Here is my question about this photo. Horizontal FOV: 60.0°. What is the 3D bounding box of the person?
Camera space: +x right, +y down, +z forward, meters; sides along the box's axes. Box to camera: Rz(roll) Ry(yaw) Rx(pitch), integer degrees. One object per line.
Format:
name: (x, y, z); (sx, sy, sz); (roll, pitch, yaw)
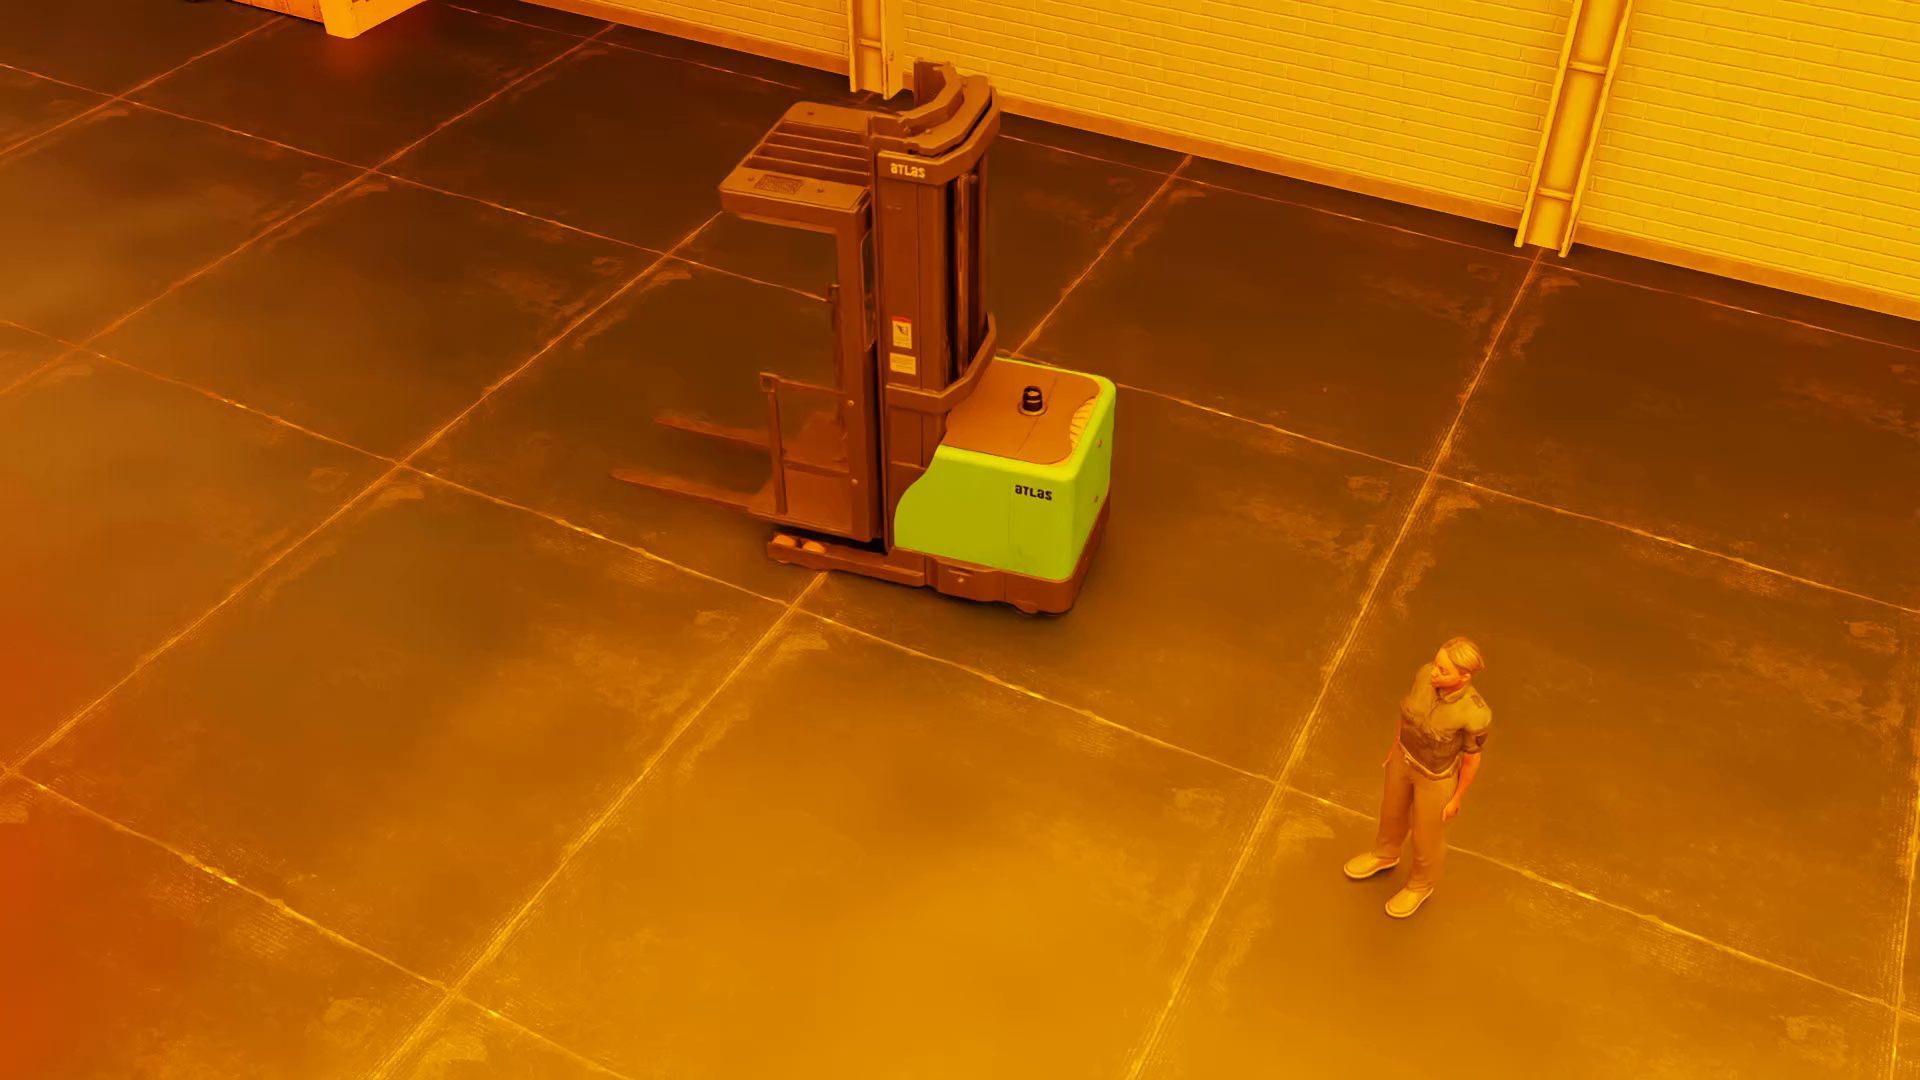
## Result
person: (2.144, 1.079, 7.695); (0.325, 1.662, 0.447); (-20, 44, -22)

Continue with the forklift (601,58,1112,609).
forklift: (-0.666, -1.219, 9.433); (3.031, 2.935, 1.130); (9, 41, 10)
